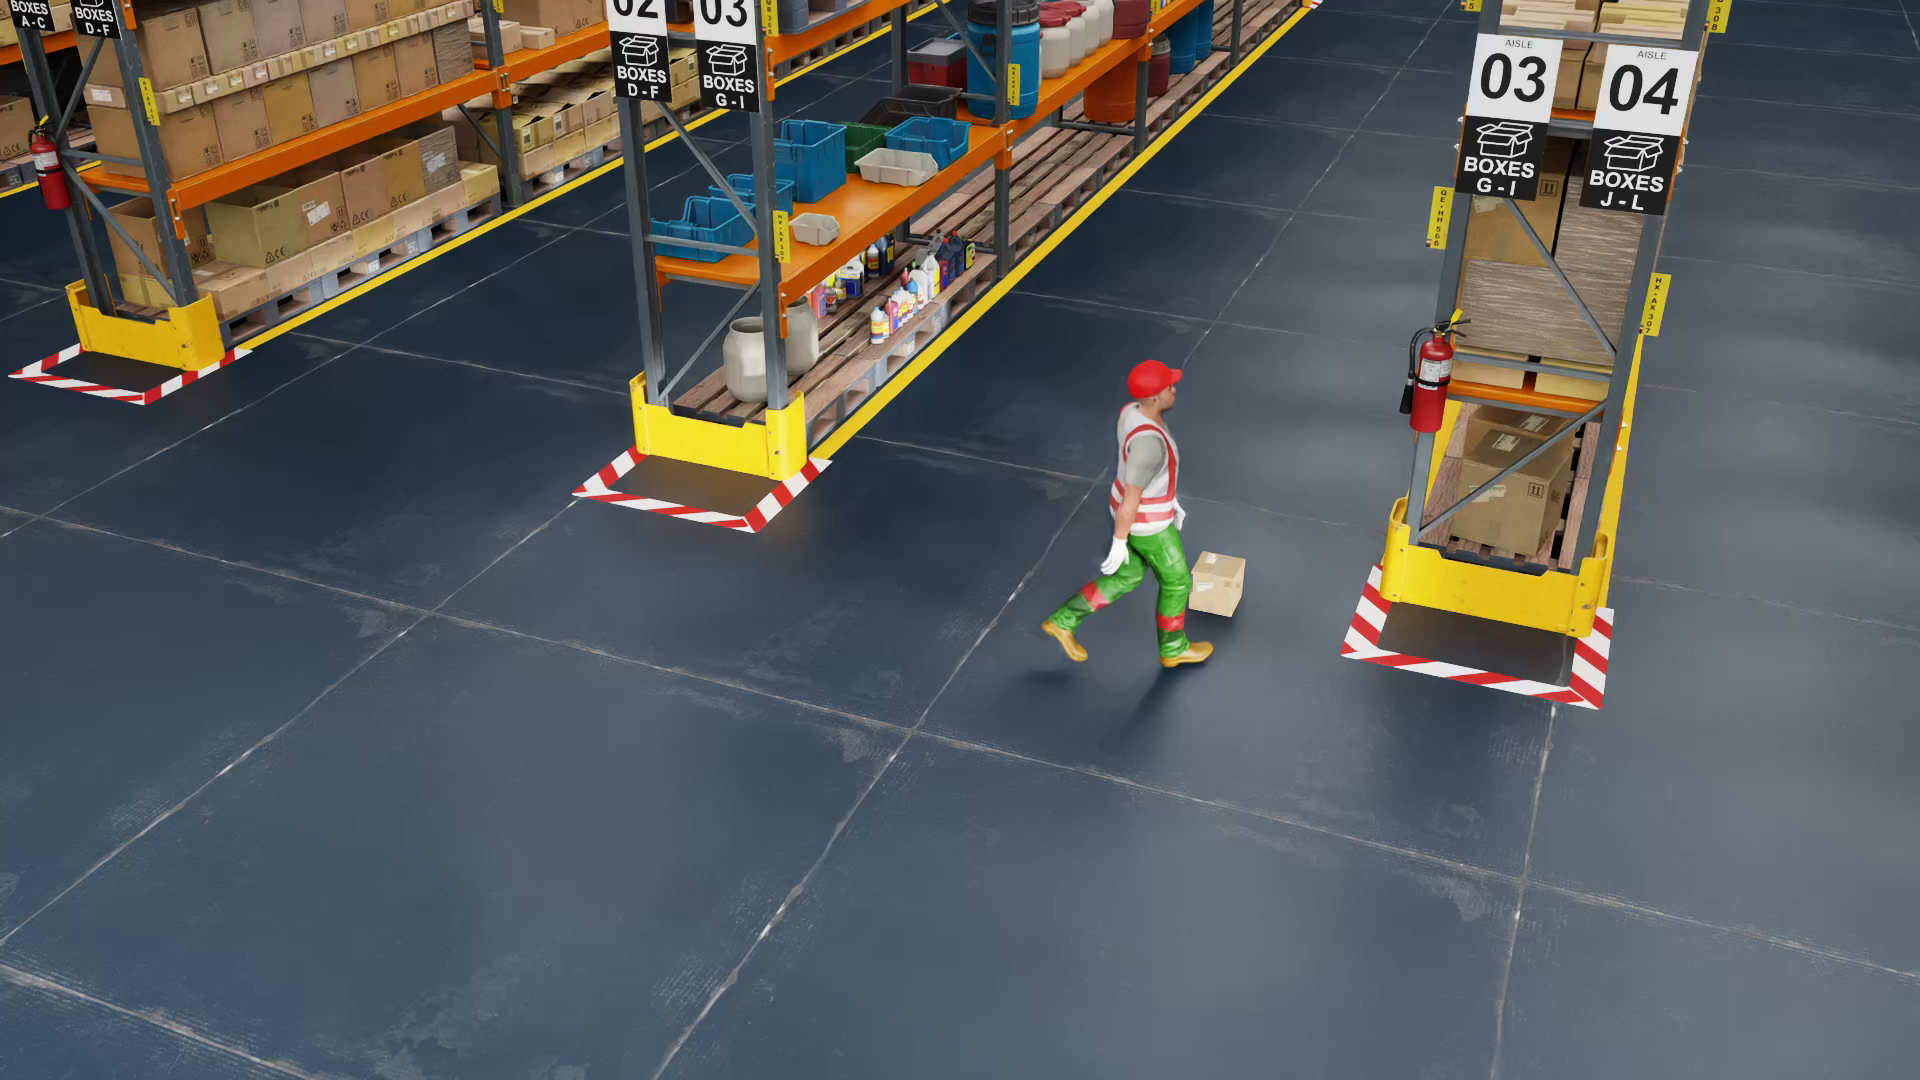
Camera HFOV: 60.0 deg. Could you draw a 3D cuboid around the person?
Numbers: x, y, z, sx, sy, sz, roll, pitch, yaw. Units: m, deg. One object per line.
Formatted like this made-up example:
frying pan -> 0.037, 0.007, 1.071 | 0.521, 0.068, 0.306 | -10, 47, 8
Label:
person -> 0.907, -0.104, 8.577 | 0.936, 1.755, 0.575 | -4, 30, -7
